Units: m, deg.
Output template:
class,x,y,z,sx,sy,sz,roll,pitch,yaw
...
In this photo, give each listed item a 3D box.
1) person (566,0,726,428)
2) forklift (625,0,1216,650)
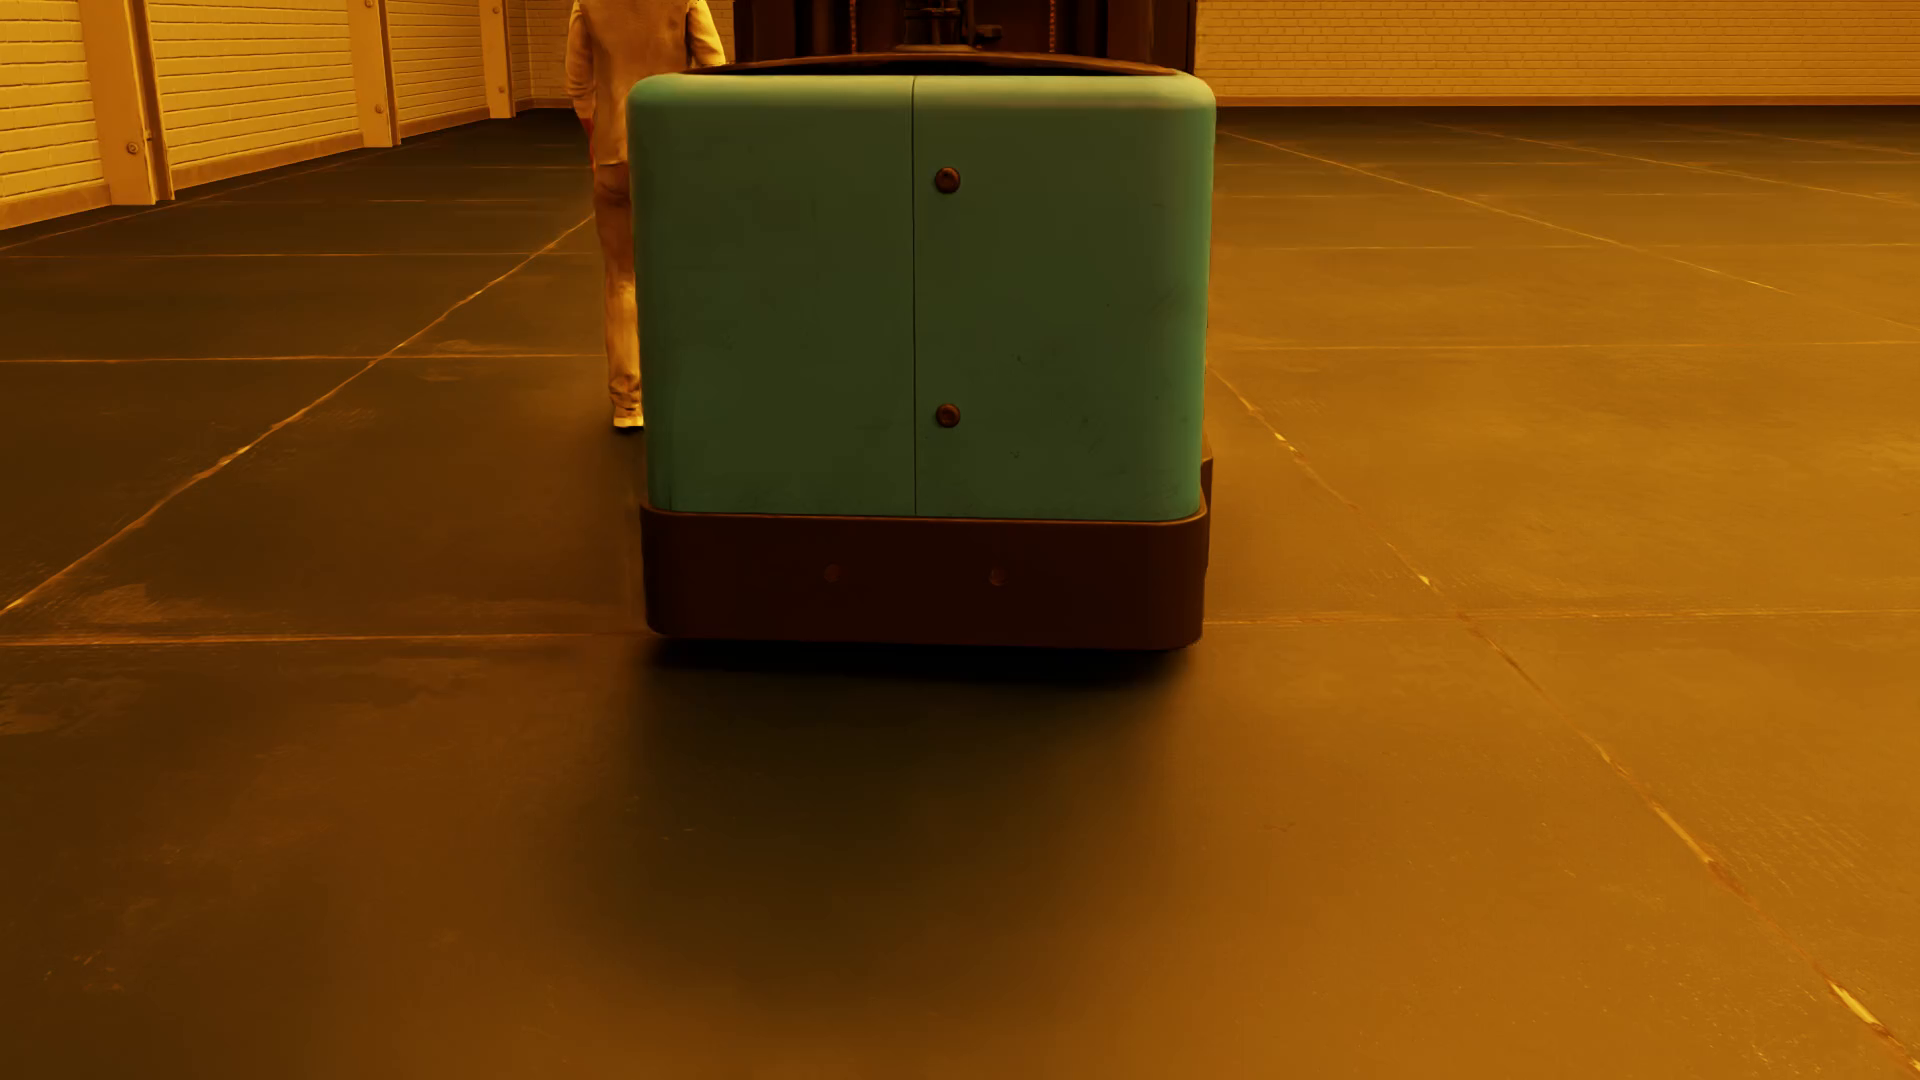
class,x,y,z,sx,sy,sz,roll,pitch,yaw
person,-0.902,-1.160,5.112,0.576,1.534,0.826,-1,17,-4
forklift,0.028,-1.583,4.081,1.130,2.935,3.031,1,17,4
